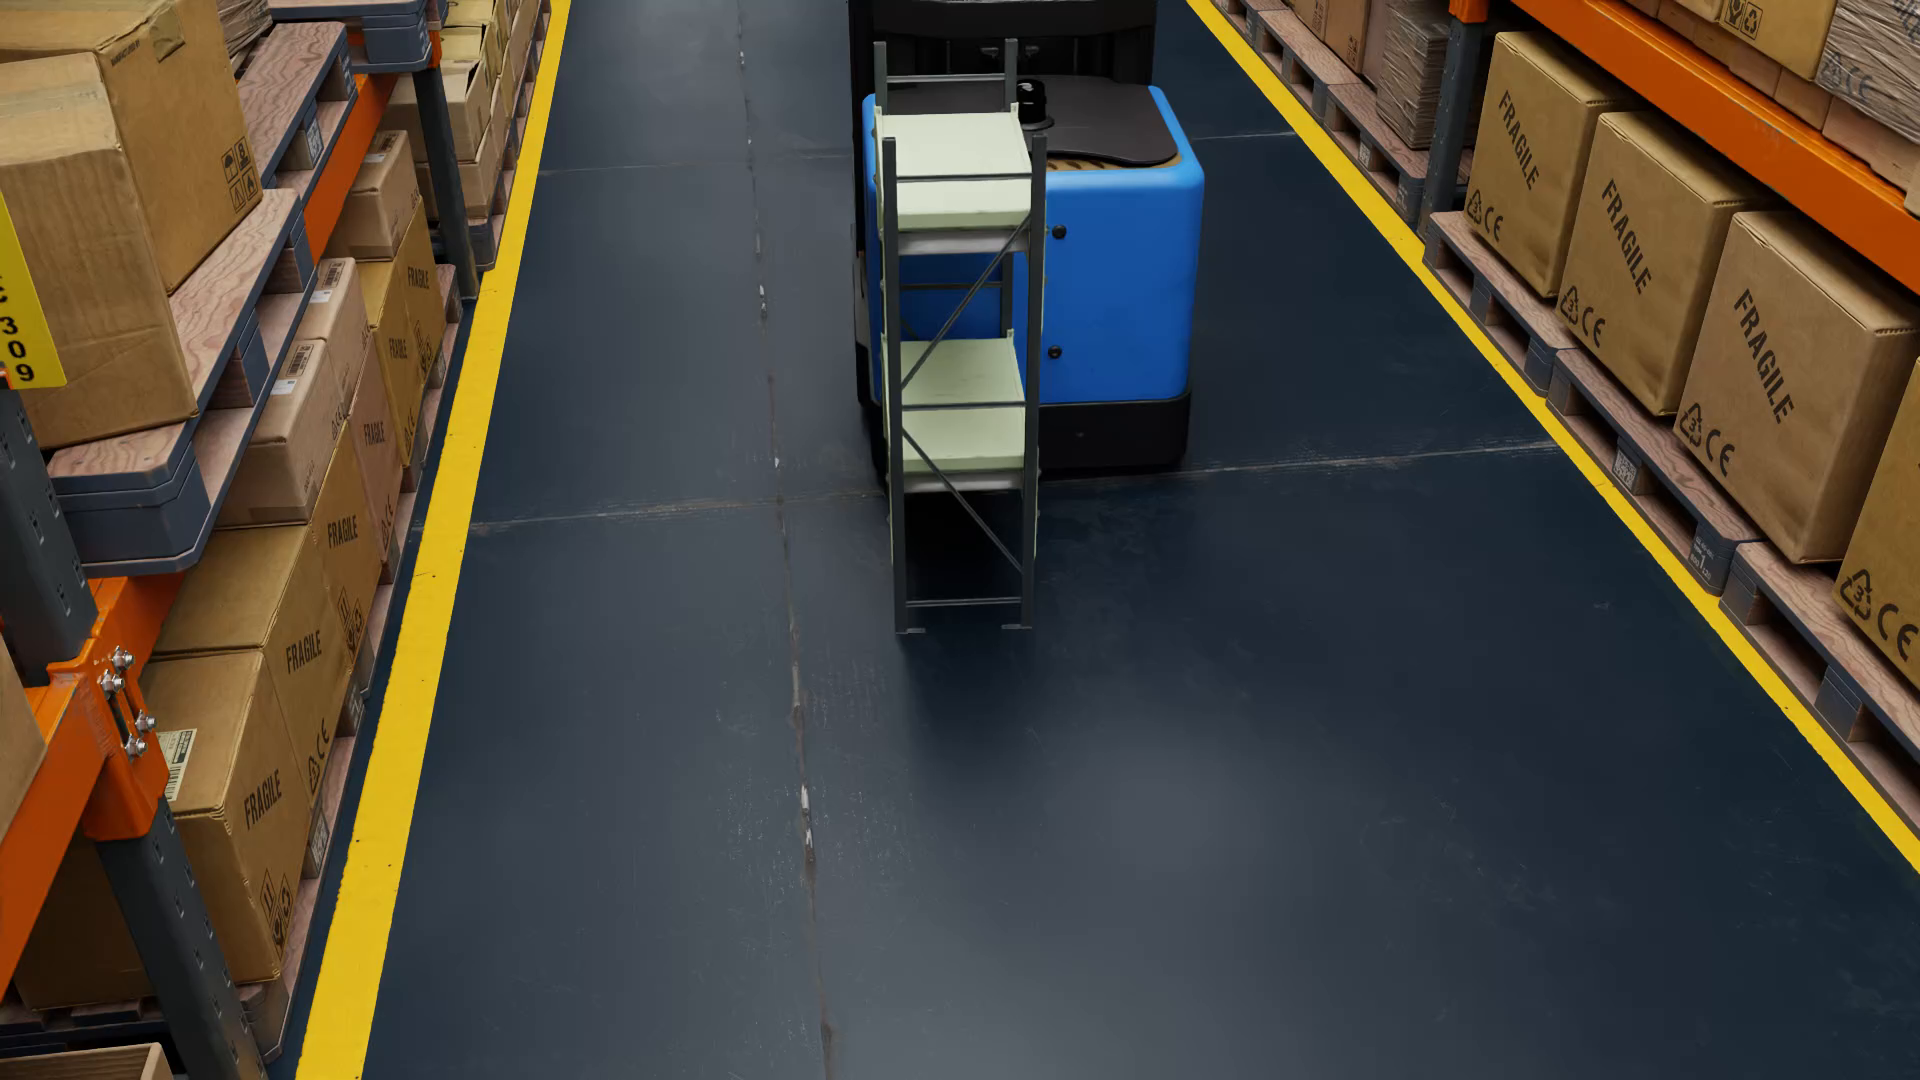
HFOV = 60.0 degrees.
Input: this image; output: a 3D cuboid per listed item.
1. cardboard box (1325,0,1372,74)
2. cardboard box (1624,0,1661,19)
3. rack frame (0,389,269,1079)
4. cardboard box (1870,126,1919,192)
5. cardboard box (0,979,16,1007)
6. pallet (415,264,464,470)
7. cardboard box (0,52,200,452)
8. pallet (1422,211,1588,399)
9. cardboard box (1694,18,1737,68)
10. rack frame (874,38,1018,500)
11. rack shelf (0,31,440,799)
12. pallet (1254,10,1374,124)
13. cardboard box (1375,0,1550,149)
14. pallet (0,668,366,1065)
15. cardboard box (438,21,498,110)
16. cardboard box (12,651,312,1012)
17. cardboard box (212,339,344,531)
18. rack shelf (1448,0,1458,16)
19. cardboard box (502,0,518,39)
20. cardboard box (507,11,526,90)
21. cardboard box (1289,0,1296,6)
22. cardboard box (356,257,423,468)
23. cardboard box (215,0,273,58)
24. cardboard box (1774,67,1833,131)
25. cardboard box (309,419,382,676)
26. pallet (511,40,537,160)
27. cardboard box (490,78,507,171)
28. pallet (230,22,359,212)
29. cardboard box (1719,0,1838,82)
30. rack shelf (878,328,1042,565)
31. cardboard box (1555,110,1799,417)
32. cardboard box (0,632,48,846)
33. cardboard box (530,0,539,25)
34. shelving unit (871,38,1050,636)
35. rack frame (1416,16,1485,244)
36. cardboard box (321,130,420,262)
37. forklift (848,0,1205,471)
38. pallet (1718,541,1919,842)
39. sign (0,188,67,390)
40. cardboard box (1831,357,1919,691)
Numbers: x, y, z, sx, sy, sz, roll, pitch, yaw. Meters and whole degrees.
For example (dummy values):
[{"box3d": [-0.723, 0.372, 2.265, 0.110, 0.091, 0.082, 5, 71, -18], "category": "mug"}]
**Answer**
[{"box3d": [2.277, -2.682, 8.351, 0.700, 0.500, 0.500, -5, 35, -7], "category": "cardboard box"}, {"box3d": [2.422, -1.840, 5.492, 0.380, 0.149, 0.250, -5, 35, -7], "category": "cardboard box"}, {"box3d": [-1.893, 0.045, 2.520, 0.949, 2.616, 0.053, -4, 35, -6], "category": "rack frame"}, {"box3d": [2.578, -0.975, 4.222, 0.380, 0.149, 0.250, -4, 35, -6], "category": "cardboard box"}, {"box3d": [-2.246, 0.643, 3.472, 0.500, 0.500, 0.500, -5, 35, -7], "category": "cardboard box"}, {"box3d": [-2.371, -0.615, 5.965, 1.003, 0.211, 1.213, -4, 35, -6], "category": "pallet"}, {"box3d": [-1.738, -0.451, 2.786, 0.700, 0.500, 0.500, -16, 37, -22], "category": "cardboard box"}, {"box3d": [2.506, -0.966, 6.480, 1.003, 0.211, 1.213, -4, 35, -6], "category": "pallet"}, {"box3d": [2.490, -1.551, 5.068, 0.380, 0.149, 0.250, -4, 34, -6], "category": "cardboard box"}, {"box3d": [-0.040, -0.766, 5.042, 0.400, 1.500, 0.023, -2, 34, -3], "category": "rack frame"}, {"box3d": [-2.165, -0.774, 4.360, 1.077, 0.370, 4.000, -4, 35, -6], "category": "rack shelf"}, {"box3d": [2.210, -2.527, 8.771, 1.003, 0.211, 1.213, -4, 35, -6], "category": "pallet"}, {"box3d": [2.326, -2.111, 7.513, 0.700, 0.500, 0.500, -4, 34, -6], "category": "cardboard box"}, {"box3d": [-2.043, 0.747, 3.967, 1.003, 0.211, 1.213, -4, 35, -6], "category": "pallet"}, {"box3d": [-2.292, -2.063, 7.184, 0.500, 0.311, 0.500, -5, 35, -8], "category": "cardboard box"}, {"box3d": [-1.720, 0.608, 3.523, 0.500, 0.500, 0.500, -6, 35, -9], "category": "cardboard box"}, {"box3d": [-1.854, -0.260, 4.131, 0.500, 0.250, 0.500, -4, 35, -6], "category": "cardboard box"}, {"box3d": [2.205, -3.383, 8.189, 1.077, 0.370, 4.000, -4, 35, -6], "category": "rack shelf"}, {"box3d": [-2.428, -2.635, 8.023, 0.500, 0.311, 0.500, -5, 35, -7], "category": "cardboard box"}, {"box3d": [-2.426, -2.395, 8.169, 0.500, 0.250, 0.500, -4, 34, -5], "category": "cardboard box"}, {"box3d": [2.171, -3.251, 9.186, 0.700, 0.500, 0.500, -5, 35, -7], "category": "cardboard box"}, {"box3d": [-2.006, -0.543, 5.212, 0.500, 0.500, 0.500, -6, 35, -8], "category": "cardboard box"}, {"box3d": [-2.304, -1.534, 4.376, 0.700, 0.500, 0.500, 2, 34, 3], "category": "cardboard box"}, {"box3d": [2.534, -1.265, 4.648, 0.380, 0.149, 0.250, -3, 34, -5], "category": "cardboard box"}, {"box3d": [-1.862, 0.032, 4.369, 0.500, 0.500, 0.500, -4, 34, -6], "category": "cardboard box"}, {"box3d": [-2.667, -2.176, 8.256, 1.003, 0.211, 1.213, -4, 35, -6], "category": "pallet"}, {"box3d": [-2.282, -1.819, 7.324, 0.500, 0.250, 0.500, -5, 35, -8], "category": "cardboard box"}, {"box3d": [-2.168, -1.023, 4.258, 1.003, 0.211, 1.213, -4, 35, -6], "category": "pallet"}, {"box3d": [2.491, -1.586, 4.543, 0.500, 0.500, 0.500, -3, 34, -5], "category": "cardboard box"}, {"box3d": [-0.014, -0.291, 4.924, 0.431, 0.370, 0.720, -2, 34, -3], "category": "rack shelf"}, {"box3d": [2.555, -0.940, 5.501, 0.750, 0.750, 0.750, -5, 35, -7], "category": "cardboard box"}, {"box3d": [-1.575, 0.263, 2.111, 0.500, 0.500, 0.500, -4, 34, -6], "category": "cardboard box"}, {"box3d": [-2.563, -2.964, 9.005, 0.500, 0.250, 0.500, -5, 35, -7], "category": "cardboard box"}, {"box3d": [-0.014, -0.560, 4.741, 0.431, 1.500, 0.755, -2, 34, -3], "category": "shelving unit"}, {"box3d": [2.474, -2.564, 6.349, 1.000, 3.000, 0.127, -4, 35, -6], "category": "rack frame"}, {"box3d": [-2.064, -1.110, 5.379, 0.500, 0.250, 0.500, -3, 34, -5], "category": "cardboard box"}, {"box3d": [0.129, -2.233, 5.924, 1.130, 2.935, 3.031, -2, 34, -4], "category": "forklift"}, {"box3d": [2.834, 0.395, 4.482, 1.003, 0.211, 1.213, -4, 35, -6], "category": "pallet"}, {"box3d": [-1.359, -0.358, 2.343, 0.100, 0.325, 0.005, -4, 35, -6], "category": "sign"}, {"box3d": [2.796, 0.030, 4.079, 0.750, 0.750, 0.750, -4, 34, -6], "category": "cardboard box"}]
